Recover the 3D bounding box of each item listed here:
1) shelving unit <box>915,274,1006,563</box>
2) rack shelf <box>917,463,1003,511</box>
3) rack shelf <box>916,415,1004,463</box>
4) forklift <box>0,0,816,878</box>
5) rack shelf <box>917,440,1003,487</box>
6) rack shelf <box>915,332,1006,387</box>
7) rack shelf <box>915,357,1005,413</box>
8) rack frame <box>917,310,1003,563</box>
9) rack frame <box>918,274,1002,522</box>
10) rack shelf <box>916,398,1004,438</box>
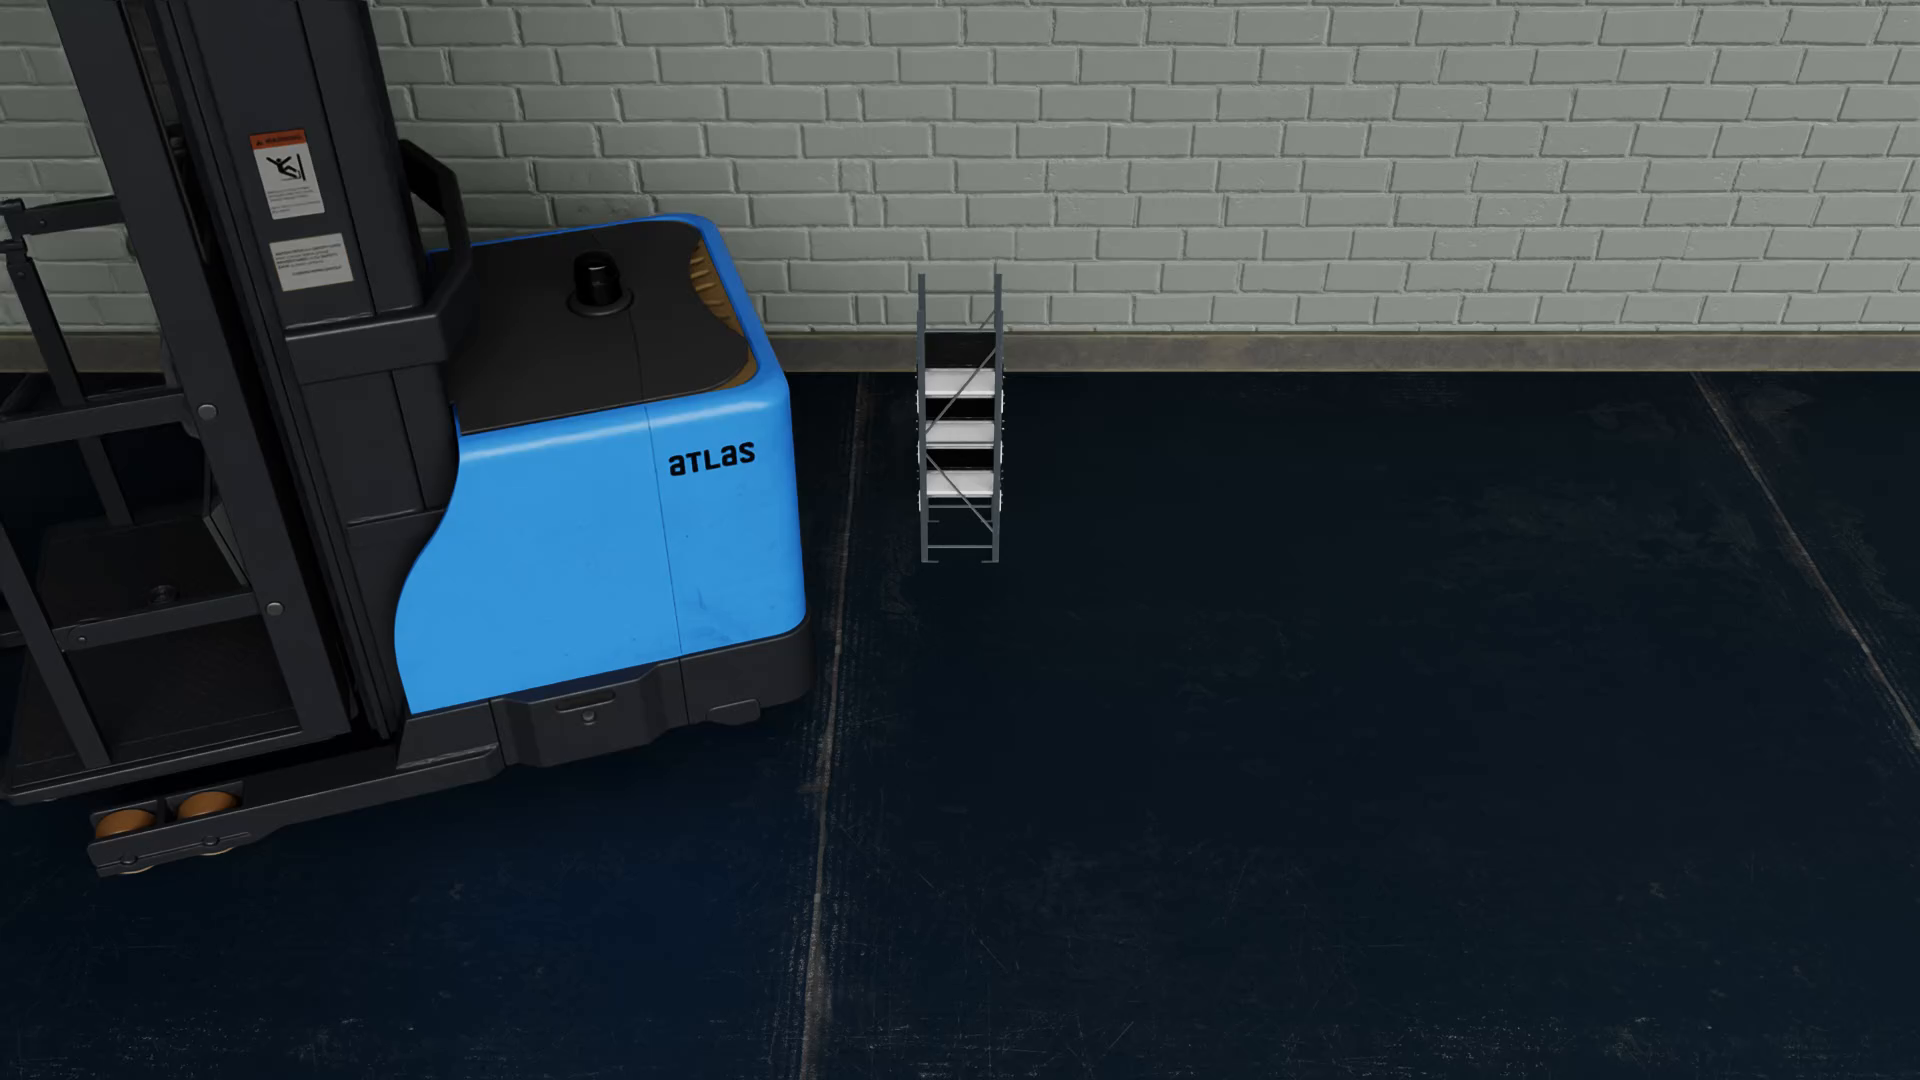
[{"bbox_3d":[0.000,-0.346,4.962,0.258,0.900,0.210,0,39,0],"label":"shelving unit"},{"bbox_3d":[0.000,-0.180,5.096,0.258,0.077,0.200,0,39,0],"label":"rack shelf"},{"bbox_3d":[0.000,-0.320,4.983,0.258,0.077,0.200,0,39,0],"label":"rack shelf"},{"bbox_3d":[-1.978,-0.673,3.746,3.031,2.935,1.130,-12,40,-14],"label":"forklift"},{"bbox_3d":[0.000,-0.250,5.039,0.258,0.077,0.200,0,39,0],"label":"rack shelf"},{"bbox_3d":[0.000,-0.531,4.814,0.258,0.077,0.200,0,39,0],"label":"rack shelf"},{"bbox_3d":[0.000,-0.461,4.871,0.258,0.077,0.200,0,39,0],"label":"rack shelf"},{"bbox_3d":[0.000,-0.282,4.883,0.240,0.900,0.006,0,39,0],"label":"rack frame"},{"bbox_3d":[0.000,-0.410,5.042,0.240,0.900,0.006,0,39,0],"label":"rack frame"},{"bbox_3d":[0.000,-0.390,4.927,0.258,0.077,0.200,0,39,0],"label":"rack shelf"}]
